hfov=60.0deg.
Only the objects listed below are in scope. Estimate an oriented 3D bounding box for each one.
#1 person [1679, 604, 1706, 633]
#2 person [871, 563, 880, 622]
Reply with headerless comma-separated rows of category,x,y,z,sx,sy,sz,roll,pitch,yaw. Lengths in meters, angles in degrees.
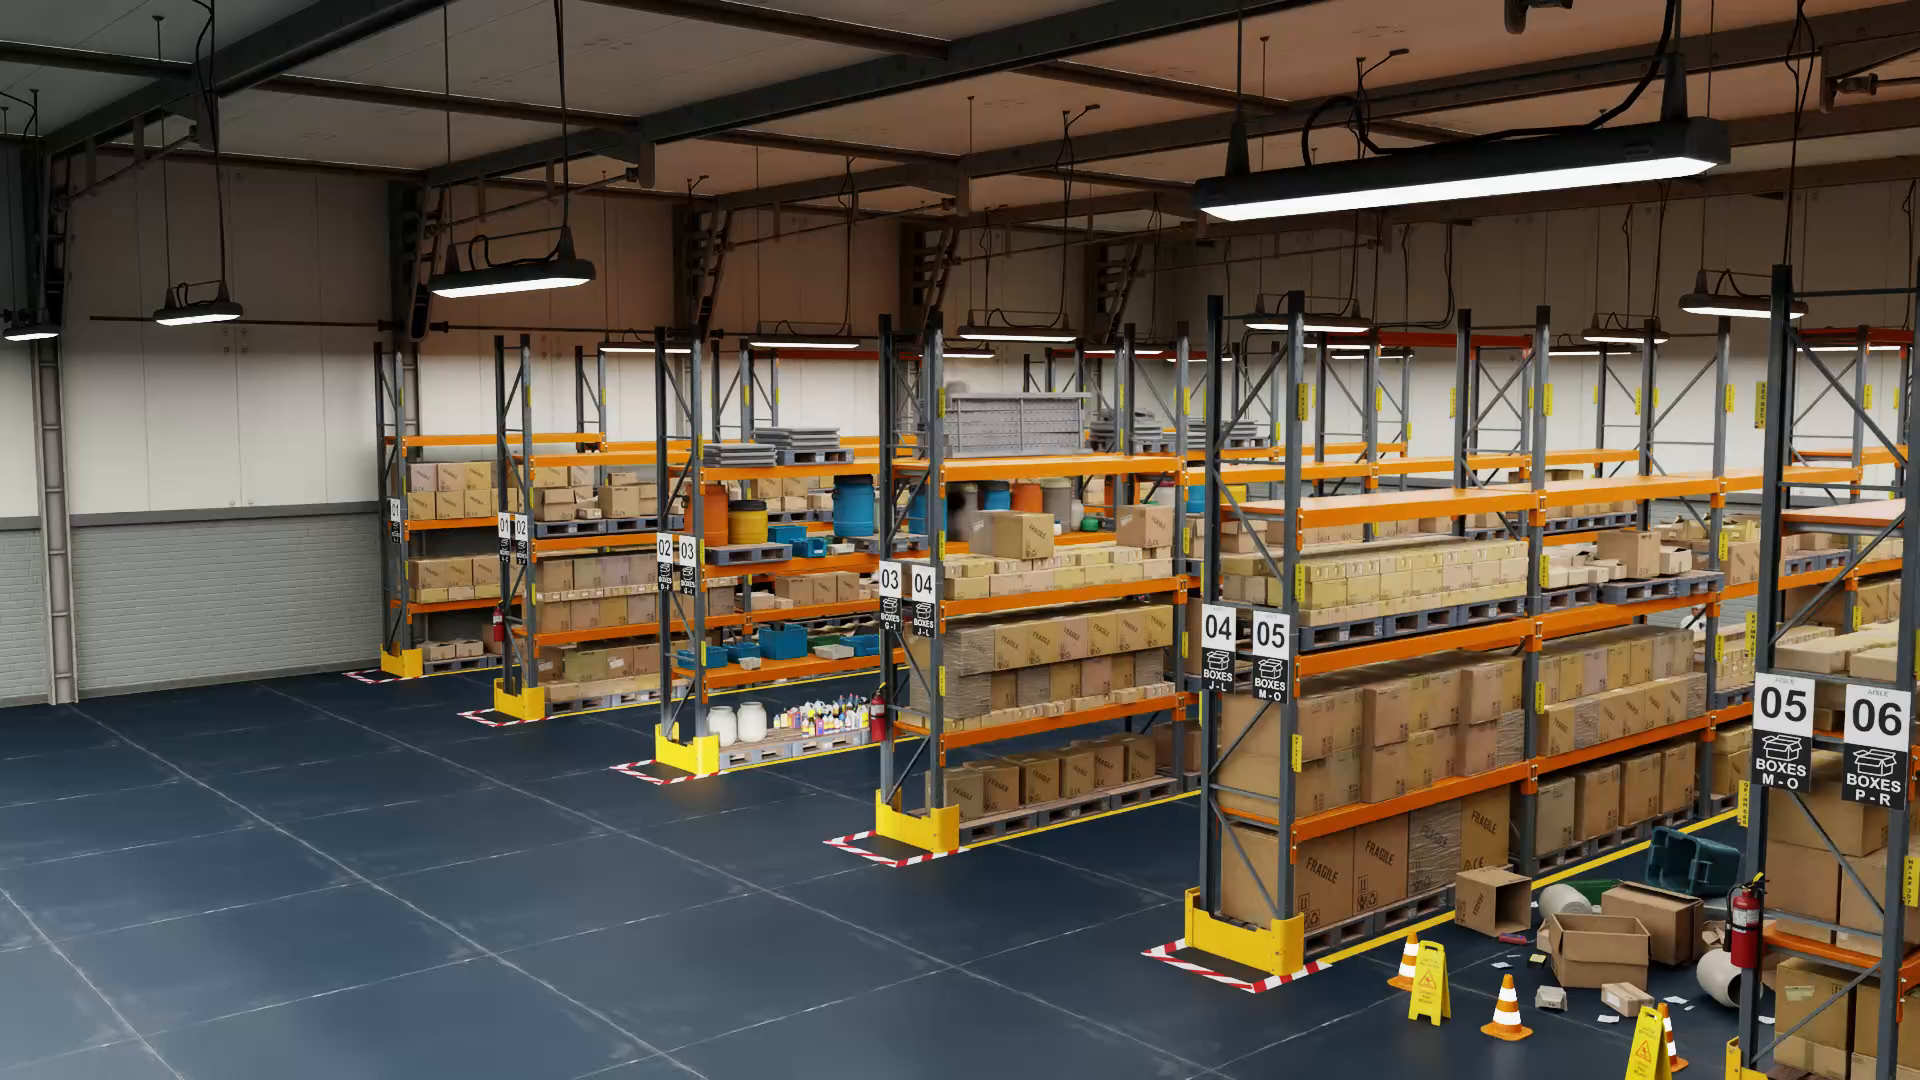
person,12.172,1.847,27.609,0.600,1.628,0.539,4,7,37
person,-1.637,1.188,34.759,0.629,1.680,0.657,4,7,38
